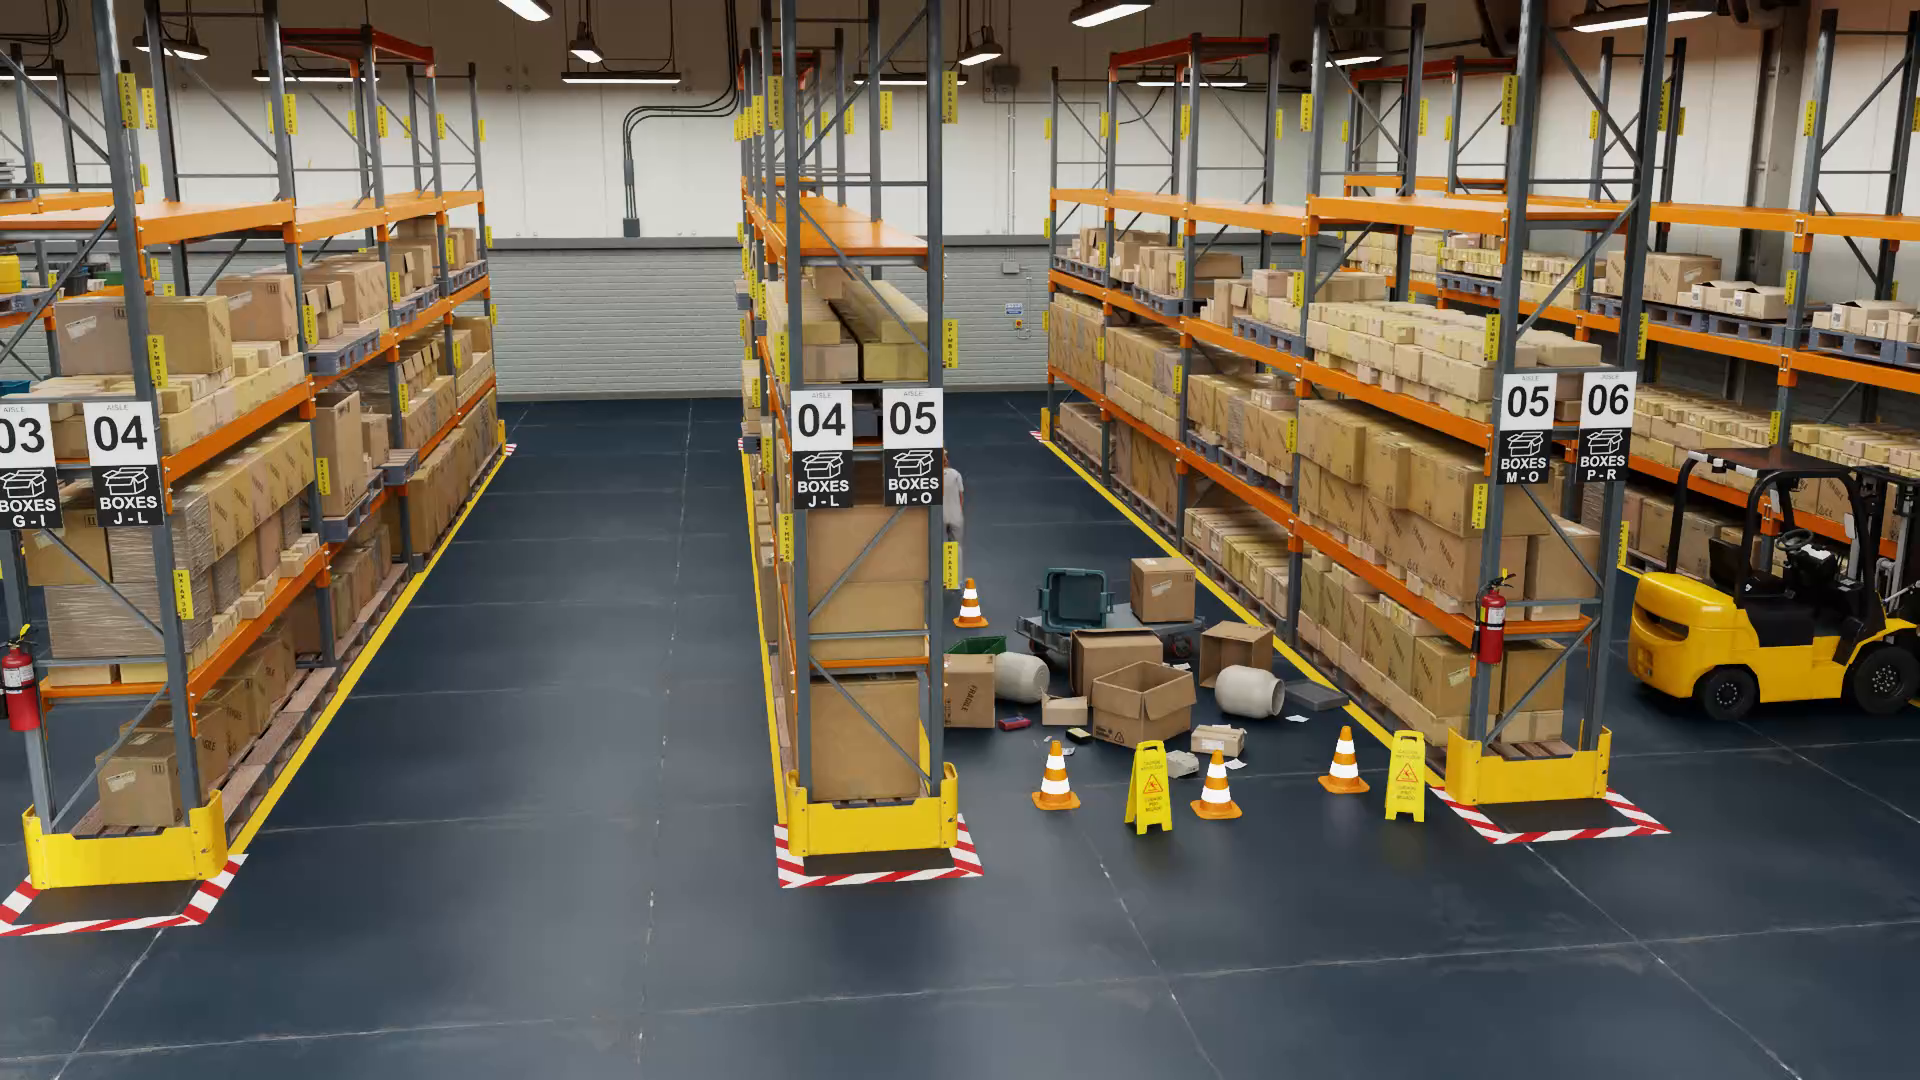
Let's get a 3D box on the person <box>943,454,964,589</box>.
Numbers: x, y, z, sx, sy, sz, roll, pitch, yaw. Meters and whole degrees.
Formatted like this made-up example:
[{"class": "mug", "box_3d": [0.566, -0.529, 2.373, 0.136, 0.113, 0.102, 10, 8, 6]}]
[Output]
[{"class": "person", "box_3d": [-0.193, -0.221, 18.253, 0.480, 1.536, 0.511, -2, 13, -8]}]
